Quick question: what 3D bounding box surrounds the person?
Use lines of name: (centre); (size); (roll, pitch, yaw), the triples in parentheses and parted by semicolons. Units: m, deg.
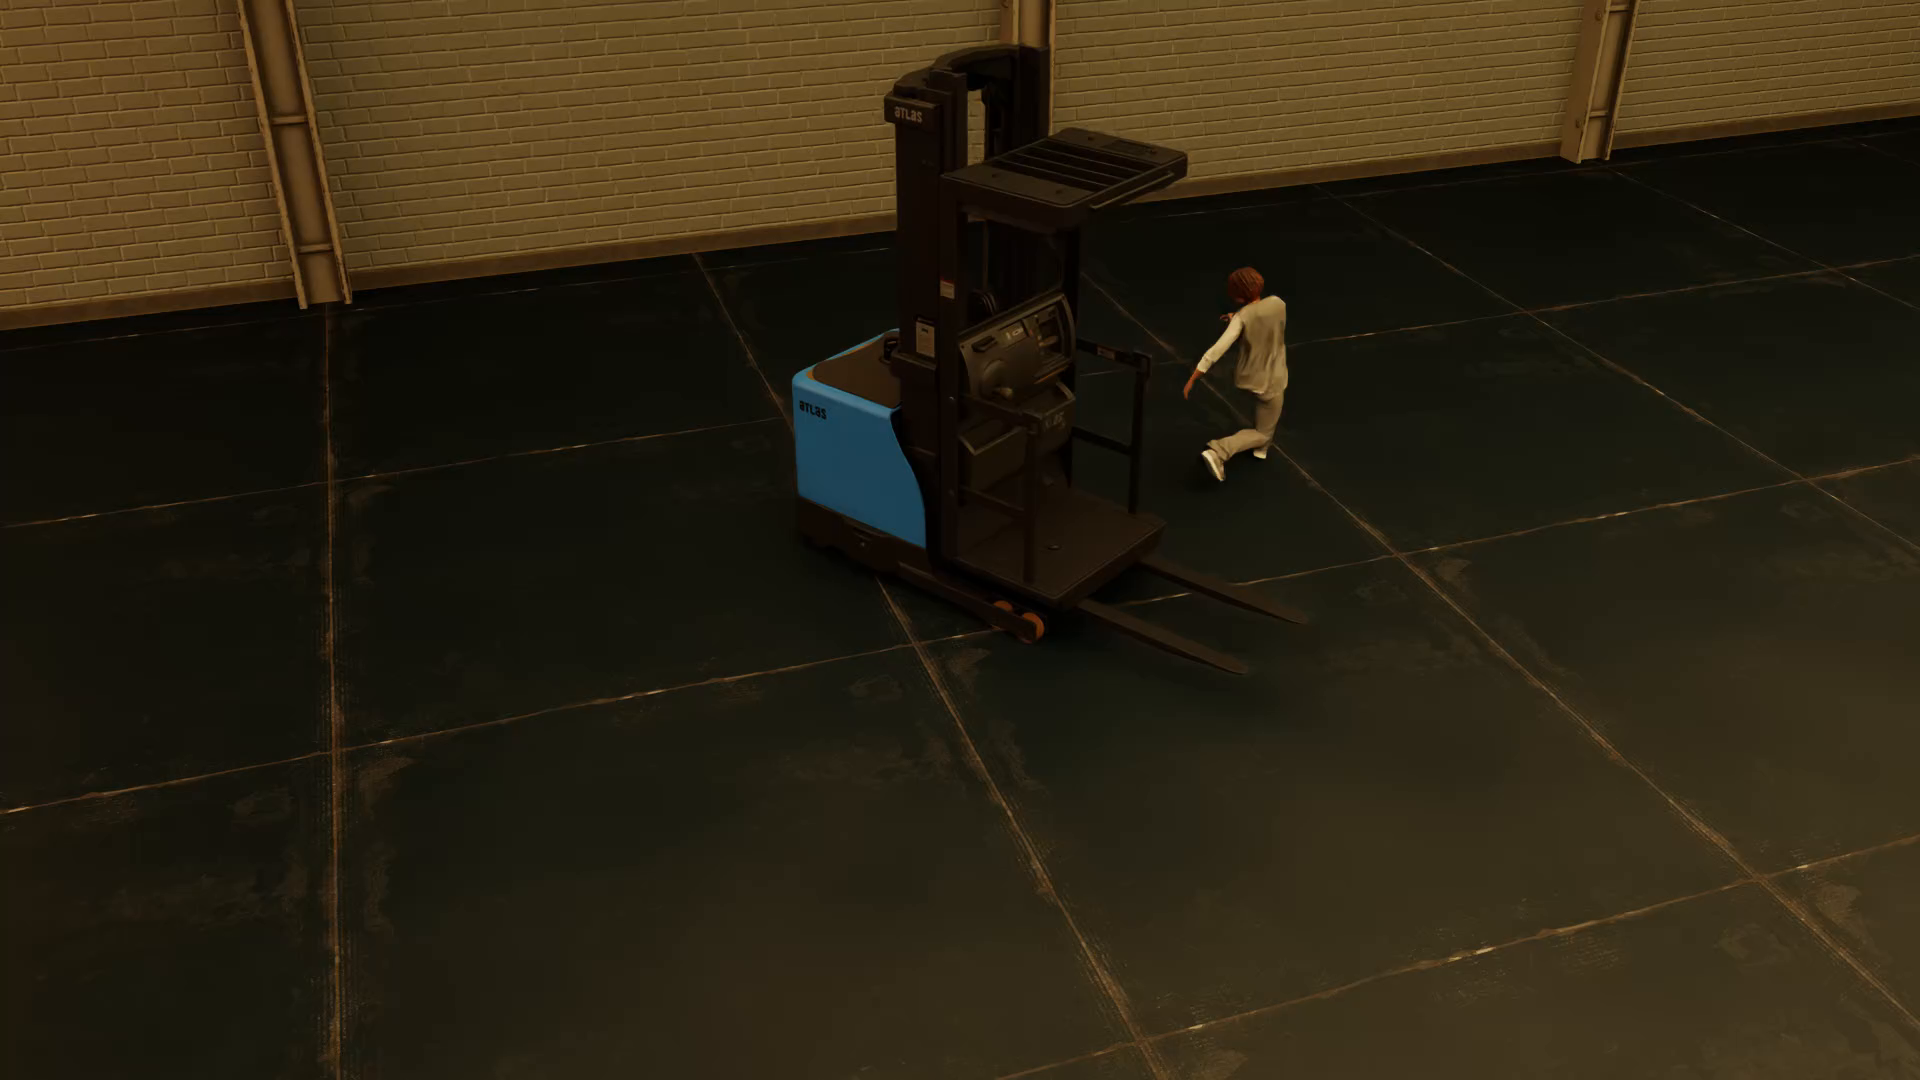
person: (1.780, -1.048, 10.552); (0.576, 1.359, 0.849); (14, 33, 23)

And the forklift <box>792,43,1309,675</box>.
forklift: (0.478, -1.006, 8.835); (3.031, 2.935, 1.130); (22, 37, 33)
